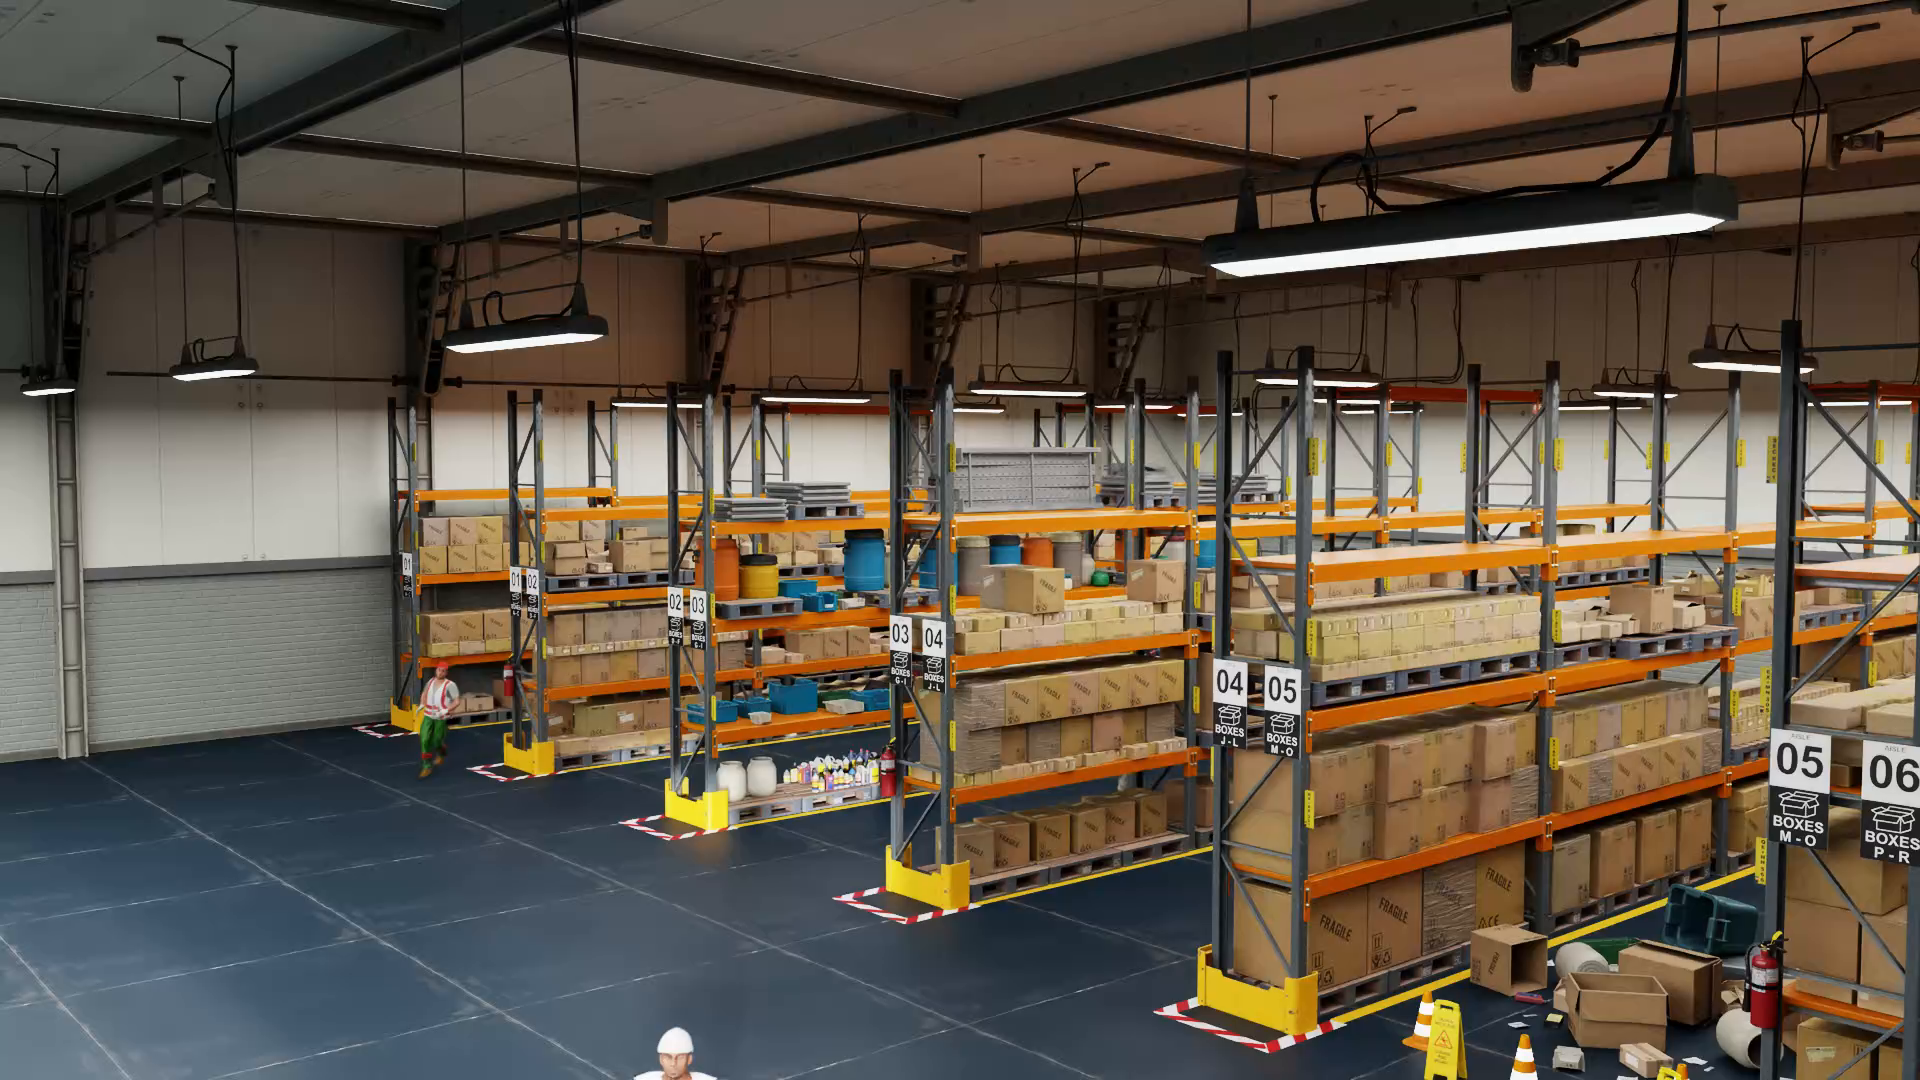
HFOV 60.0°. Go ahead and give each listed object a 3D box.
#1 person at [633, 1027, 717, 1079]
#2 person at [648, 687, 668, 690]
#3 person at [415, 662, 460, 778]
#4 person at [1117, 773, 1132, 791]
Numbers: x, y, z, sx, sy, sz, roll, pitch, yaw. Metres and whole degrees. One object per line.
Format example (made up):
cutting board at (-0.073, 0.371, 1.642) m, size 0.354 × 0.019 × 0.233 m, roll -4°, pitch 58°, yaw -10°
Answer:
person at (-1.649, 3.728, 9.593) m, size 0.674 × 1.809 × 0.696 m, roll 0°, pitch 3°, yaw -6°
person at (-5.483, 2.621, 29.785) m, size 0.557 × 1.600 × 0.606 m, roll -3°, pitch 5°, yaw -44°
person at (-8.134, 2.782, 25.955) m, size 0.704 × 1.763 × 0.751 m, roll 0°, pitch 3°, yaw 8°
person at (2.452, 2.860, 24.183) m, size 0.665 × 1.754 × 0.945 m, roll 3°, pitch 4°, yaw 38°
